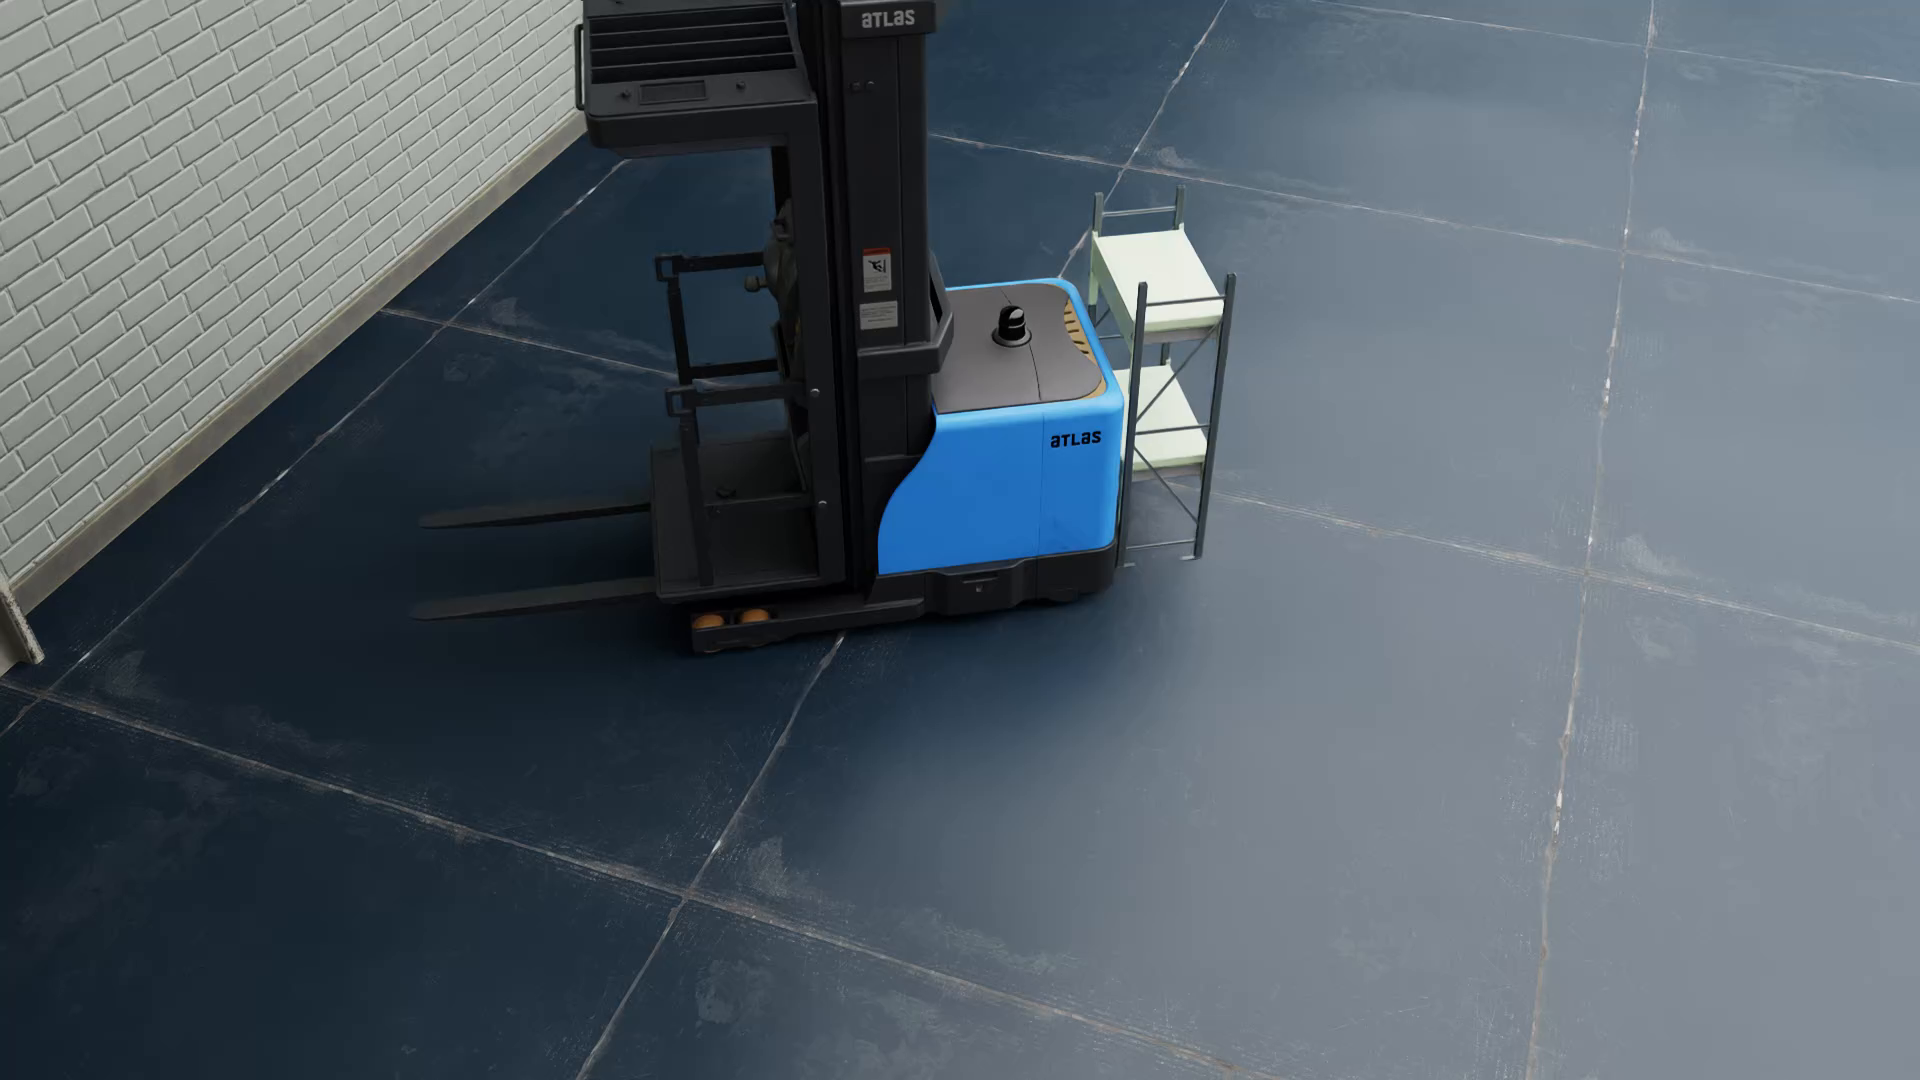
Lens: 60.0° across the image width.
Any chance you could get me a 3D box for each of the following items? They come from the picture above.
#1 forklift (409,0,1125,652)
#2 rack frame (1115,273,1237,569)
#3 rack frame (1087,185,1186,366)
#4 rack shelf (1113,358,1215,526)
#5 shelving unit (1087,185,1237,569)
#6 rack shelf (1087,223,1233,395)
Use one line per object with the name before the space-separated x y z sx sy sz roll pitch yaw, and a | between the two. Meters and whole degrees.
forklift | -0.881 -1.005 6.623 3.031 2.935 1.130 -7 41 -8
rack frame | 0.906 -0.469 7.097 0.400 1.500 0.023 -7 41 -8
rack frame | 0.776 -0.936 7.645 0.400 1.500 0.023 -7 41 -8
rack shelf | 0.841 -0.454 7.583 0.431 0.370 0.720 -7 41 -8
shelving unit | 0.841 -0.702 7.371 0.431 1.500 0.755 -7 41 -8
rack shelf | 0.841 -0.999 7.118 0.431 0.370 0.720 -7 41 -8
